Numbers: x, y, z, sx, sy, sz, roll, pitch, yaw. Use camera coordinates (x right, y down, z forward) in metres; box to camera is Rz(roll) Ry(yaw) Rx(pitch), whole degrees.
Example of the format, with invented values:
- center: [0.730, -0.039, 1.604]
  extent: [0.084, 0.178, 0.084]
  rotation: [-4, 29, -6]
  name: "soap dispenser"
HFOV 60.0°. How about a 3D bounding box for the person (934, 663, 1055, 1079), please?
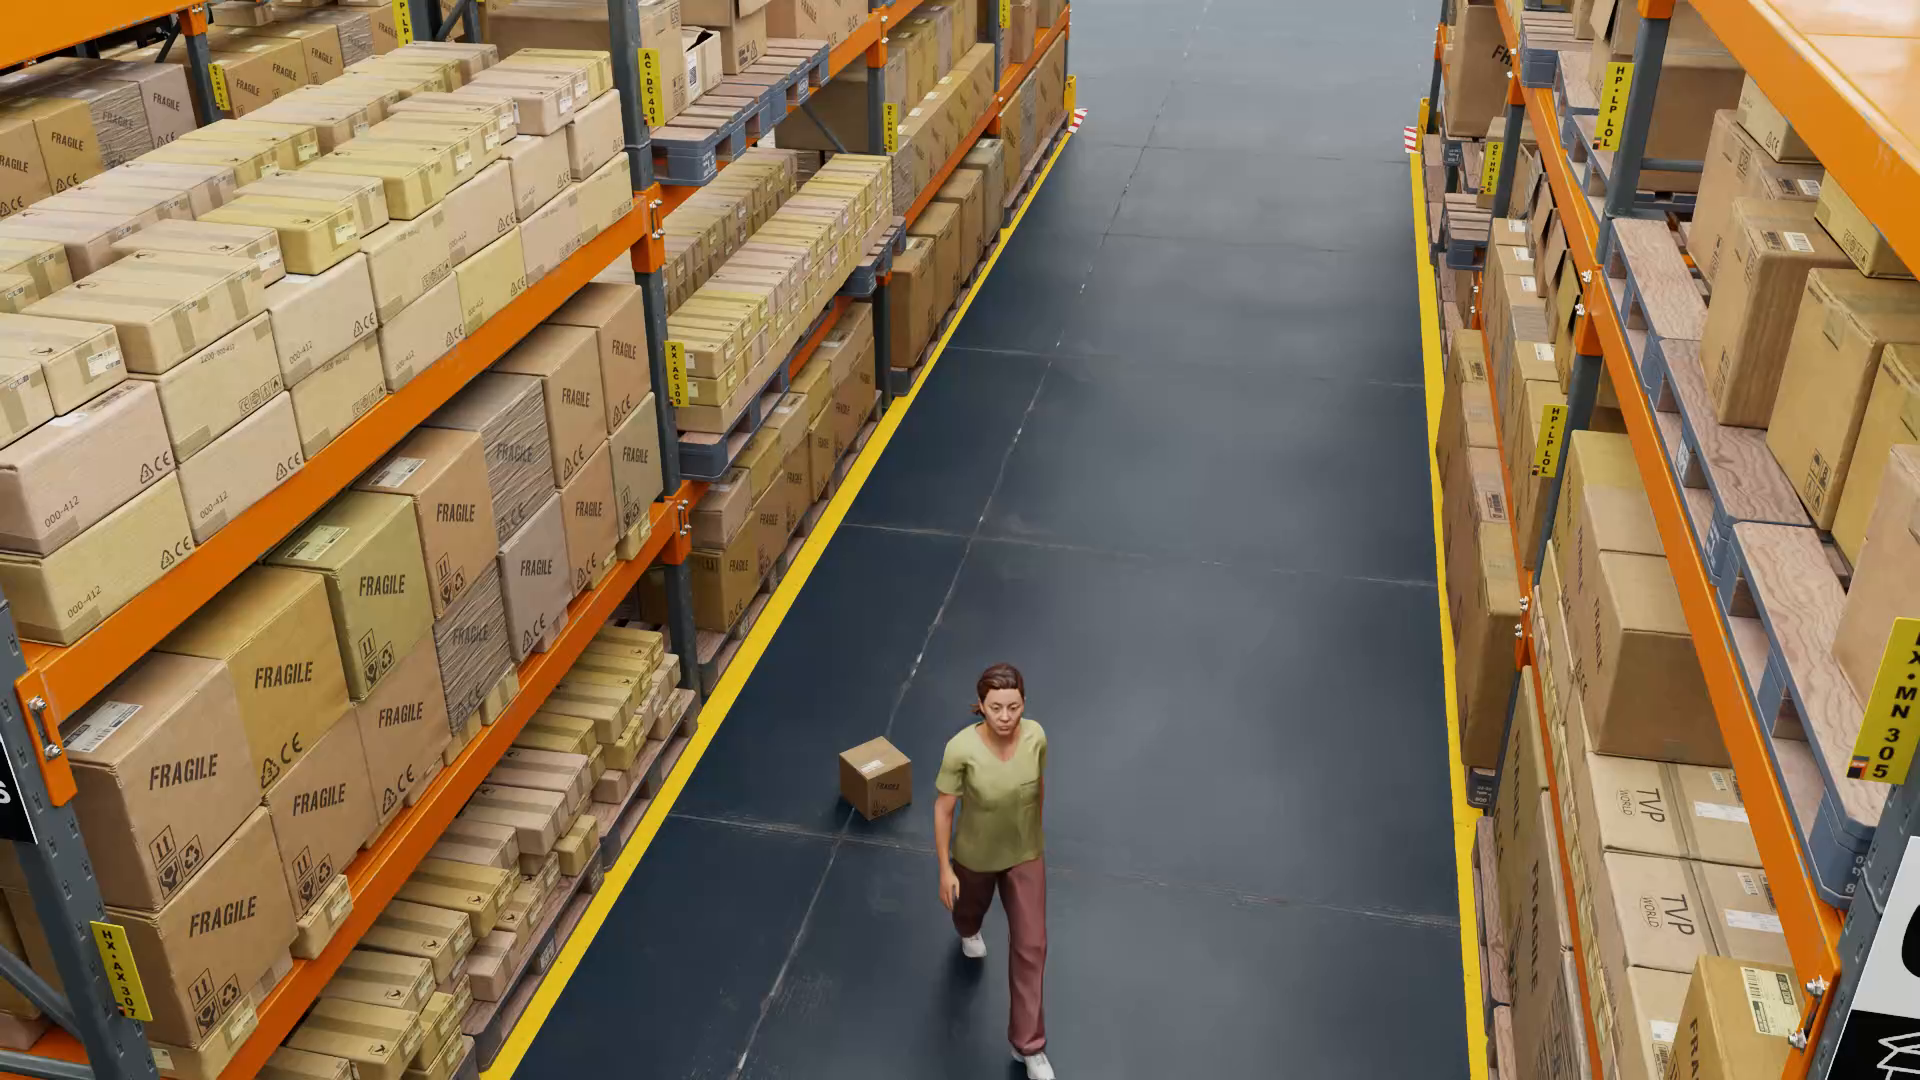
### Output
- center: [0.129, 1.210, 6.425]
  extent: [0.473, 1.620, 1.035]
  rotation: [-5, 29, -10]
  name: "person"
